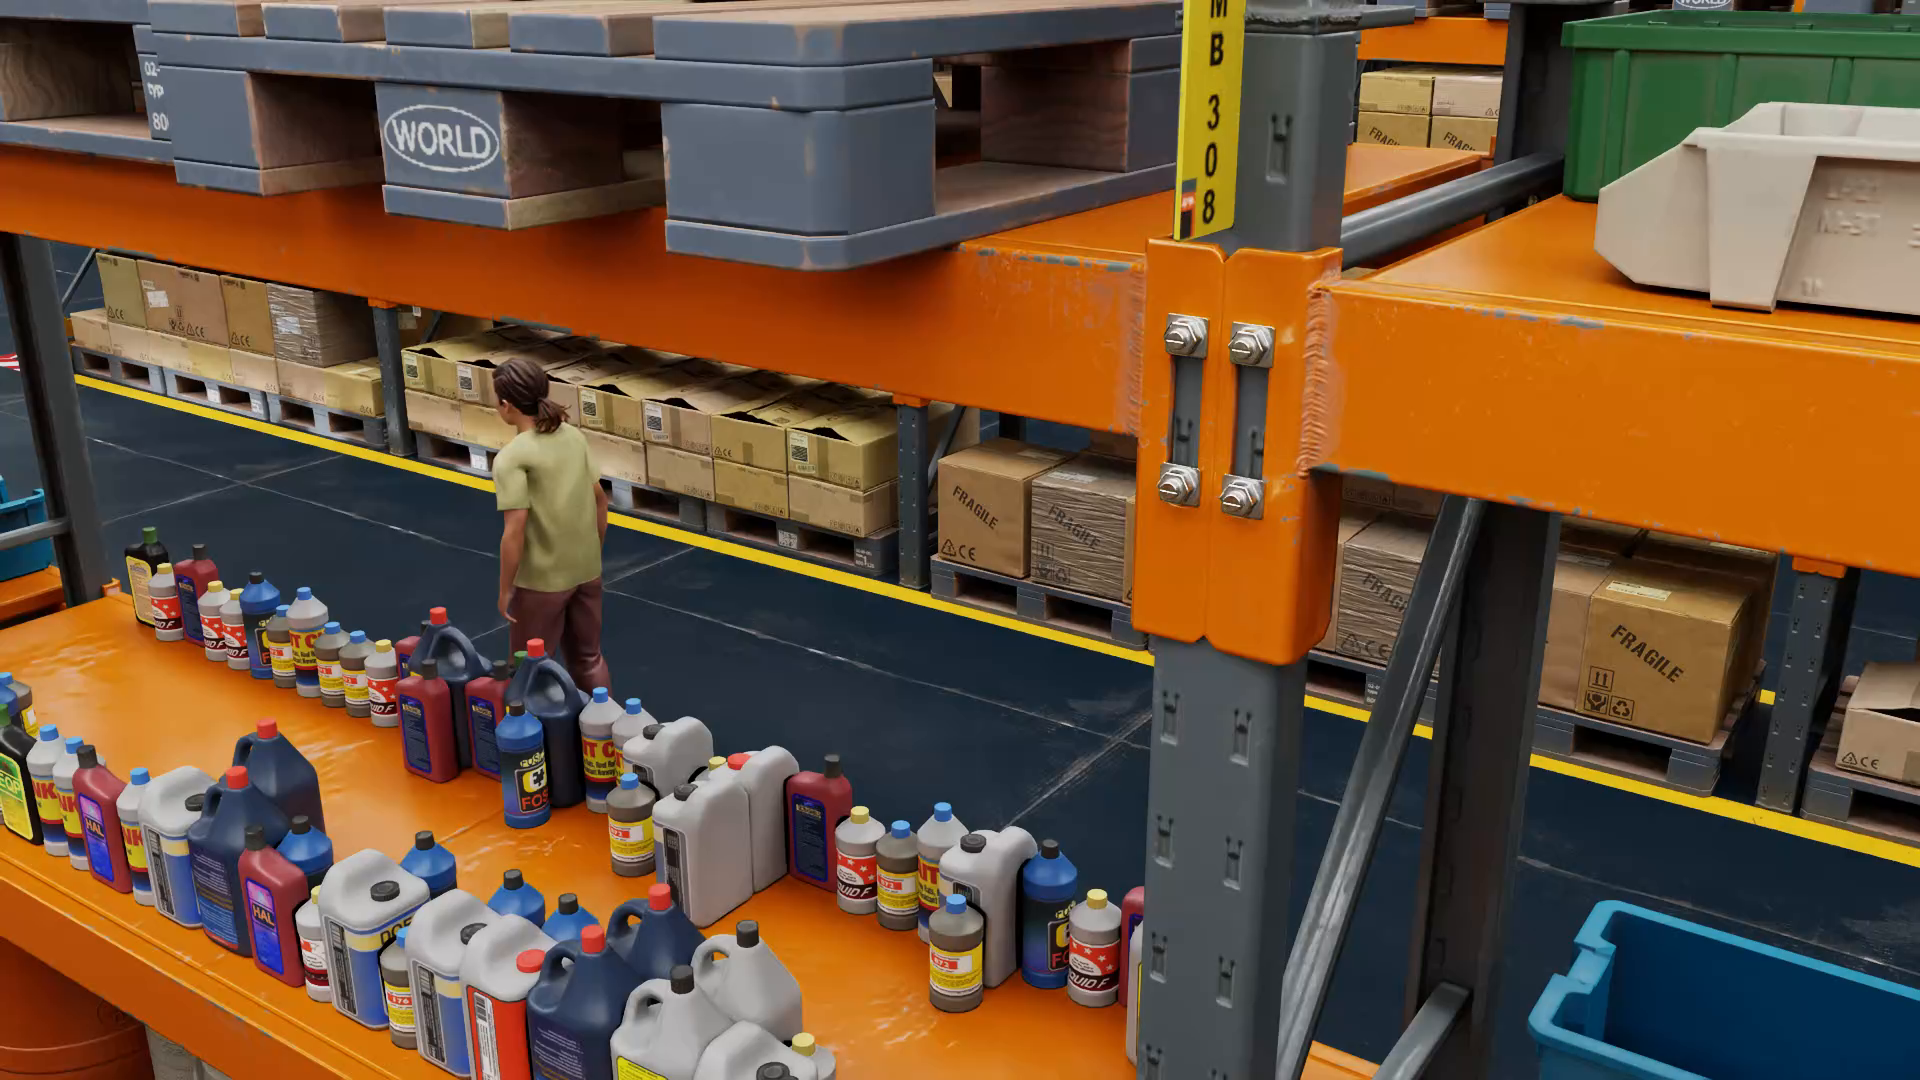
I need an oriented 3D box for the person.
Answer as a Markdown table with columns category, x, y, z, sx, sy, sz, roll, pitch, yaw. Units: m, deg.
| category | x | y | z | sx | sy | sz | roll | pitch | yaw |
| --- | --- | --- | --- | --- | --- | --- | --- | --- | --- |
| person | -1.540 | 0.140 | 6.188 | 0.404 | 1.673 | 0.499 | 13 | 24 | 32 |
